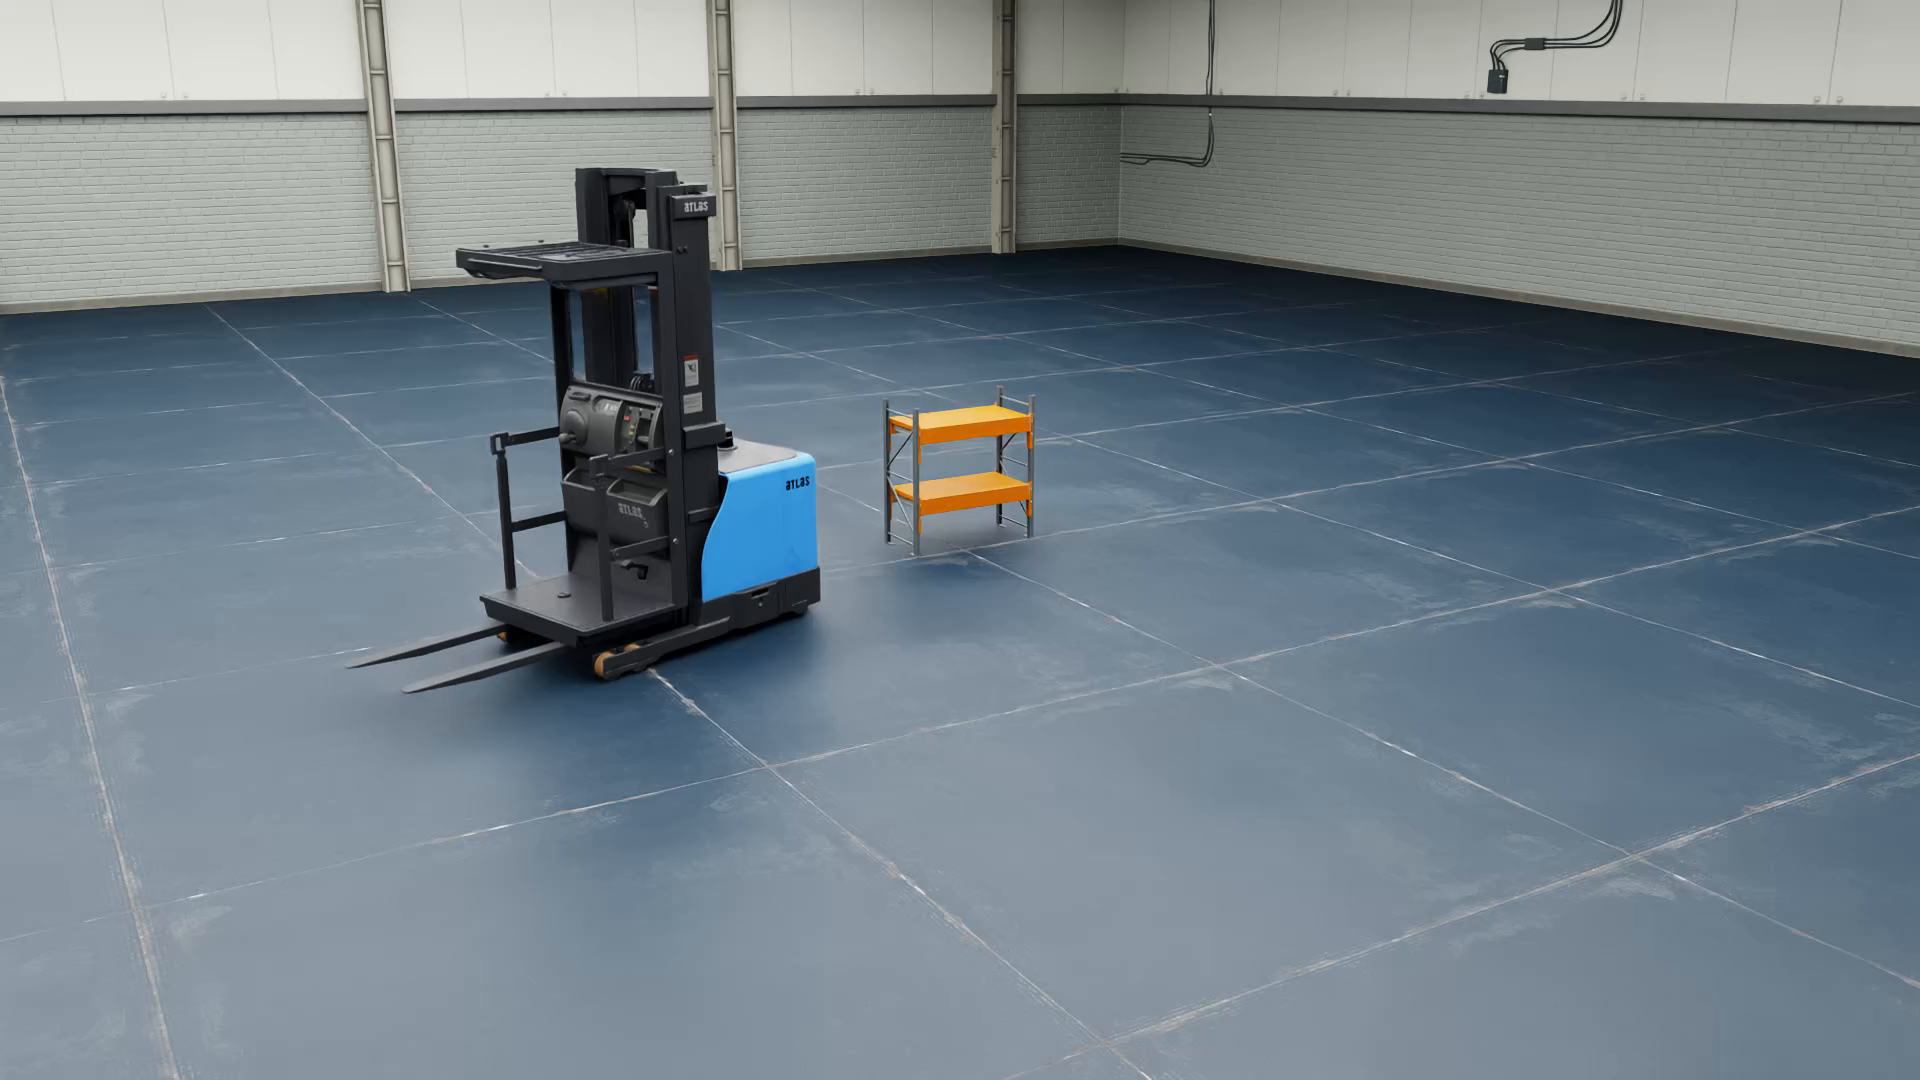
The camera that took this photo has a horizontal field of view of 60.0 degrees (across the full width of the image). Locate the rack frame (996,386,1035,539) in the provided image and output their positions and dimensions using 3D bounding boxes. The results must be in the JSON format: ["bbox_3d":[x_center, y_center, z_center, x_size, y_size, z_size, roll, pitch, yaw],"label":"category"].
[{"bbox_3d":[0.430,-0.611,13.007,0.032,1.125,0.500,-9,18,-30],"label":"rack frame"}]

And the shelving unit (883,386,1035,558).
[{"bbox_3d":[-0.006,-0.541,12.755,1.048,1.125,0.538,-9,18,-30],"label":"shelving unit"}]

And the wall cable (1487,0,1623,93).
[{"bbox_3d":[8.960,-9.707,24.567,0.169,6.003,2.305,-9,18,-30],"label":"wall cable"}]

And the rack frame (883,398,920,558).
[{"bbox_3d":[-0.442,-0.470,12.503,0.032,1.125,0.500,-9,18,-30],"label":"rack frame"}]

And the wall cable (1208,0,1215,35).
[{"bbox_3d":[5.478,-10.579,30.374,0.112,2.526,3.097,-9,18,-30],"label":"wall cable"}]

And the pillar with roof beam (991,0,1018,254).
[{"bbox_3d":[3.095,-9.169,28.947,0.400,9.000,9.100,-9,18,-30],"label":"pillar with roof beam"}]

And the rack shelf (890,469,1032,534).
[{"bbox_3d":[-0.006,-0.305,12.821,1.000,0.278,0.538,-9,18,-30],"label":"rack shelf"}]

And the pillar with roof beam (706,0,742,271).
[{"bbox_3d":[-2.048,-8.335,25.971,0.400,9.000,9.100,-9,18,-30],"label":"pillar with roof beam"}]

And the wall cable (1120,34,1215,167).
[{"bbox_3d":[4.084,-8.773,33.288,0.112,2.526,3.097,-9,18,-30],"label":"wall cable"}]

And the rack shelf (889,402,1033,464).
[{"bbox_3d":[-0.006,-0.823,12.676,1.000,0.278,0.538,-9,18,-30],"label":"rack shelf"}]

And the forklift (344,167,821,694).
[{"bbox_3d":[-2.285,-0.727,10.072,1.130,2.935,3.031,13,20,39],"label":"forklift"}]

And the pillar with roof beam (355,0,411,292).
[{"bbox_3d":[-7.191,-7.501,22.996,0.400,9.000,9.100,-9,18,-30],"label":"pillar with roof beam"}]
